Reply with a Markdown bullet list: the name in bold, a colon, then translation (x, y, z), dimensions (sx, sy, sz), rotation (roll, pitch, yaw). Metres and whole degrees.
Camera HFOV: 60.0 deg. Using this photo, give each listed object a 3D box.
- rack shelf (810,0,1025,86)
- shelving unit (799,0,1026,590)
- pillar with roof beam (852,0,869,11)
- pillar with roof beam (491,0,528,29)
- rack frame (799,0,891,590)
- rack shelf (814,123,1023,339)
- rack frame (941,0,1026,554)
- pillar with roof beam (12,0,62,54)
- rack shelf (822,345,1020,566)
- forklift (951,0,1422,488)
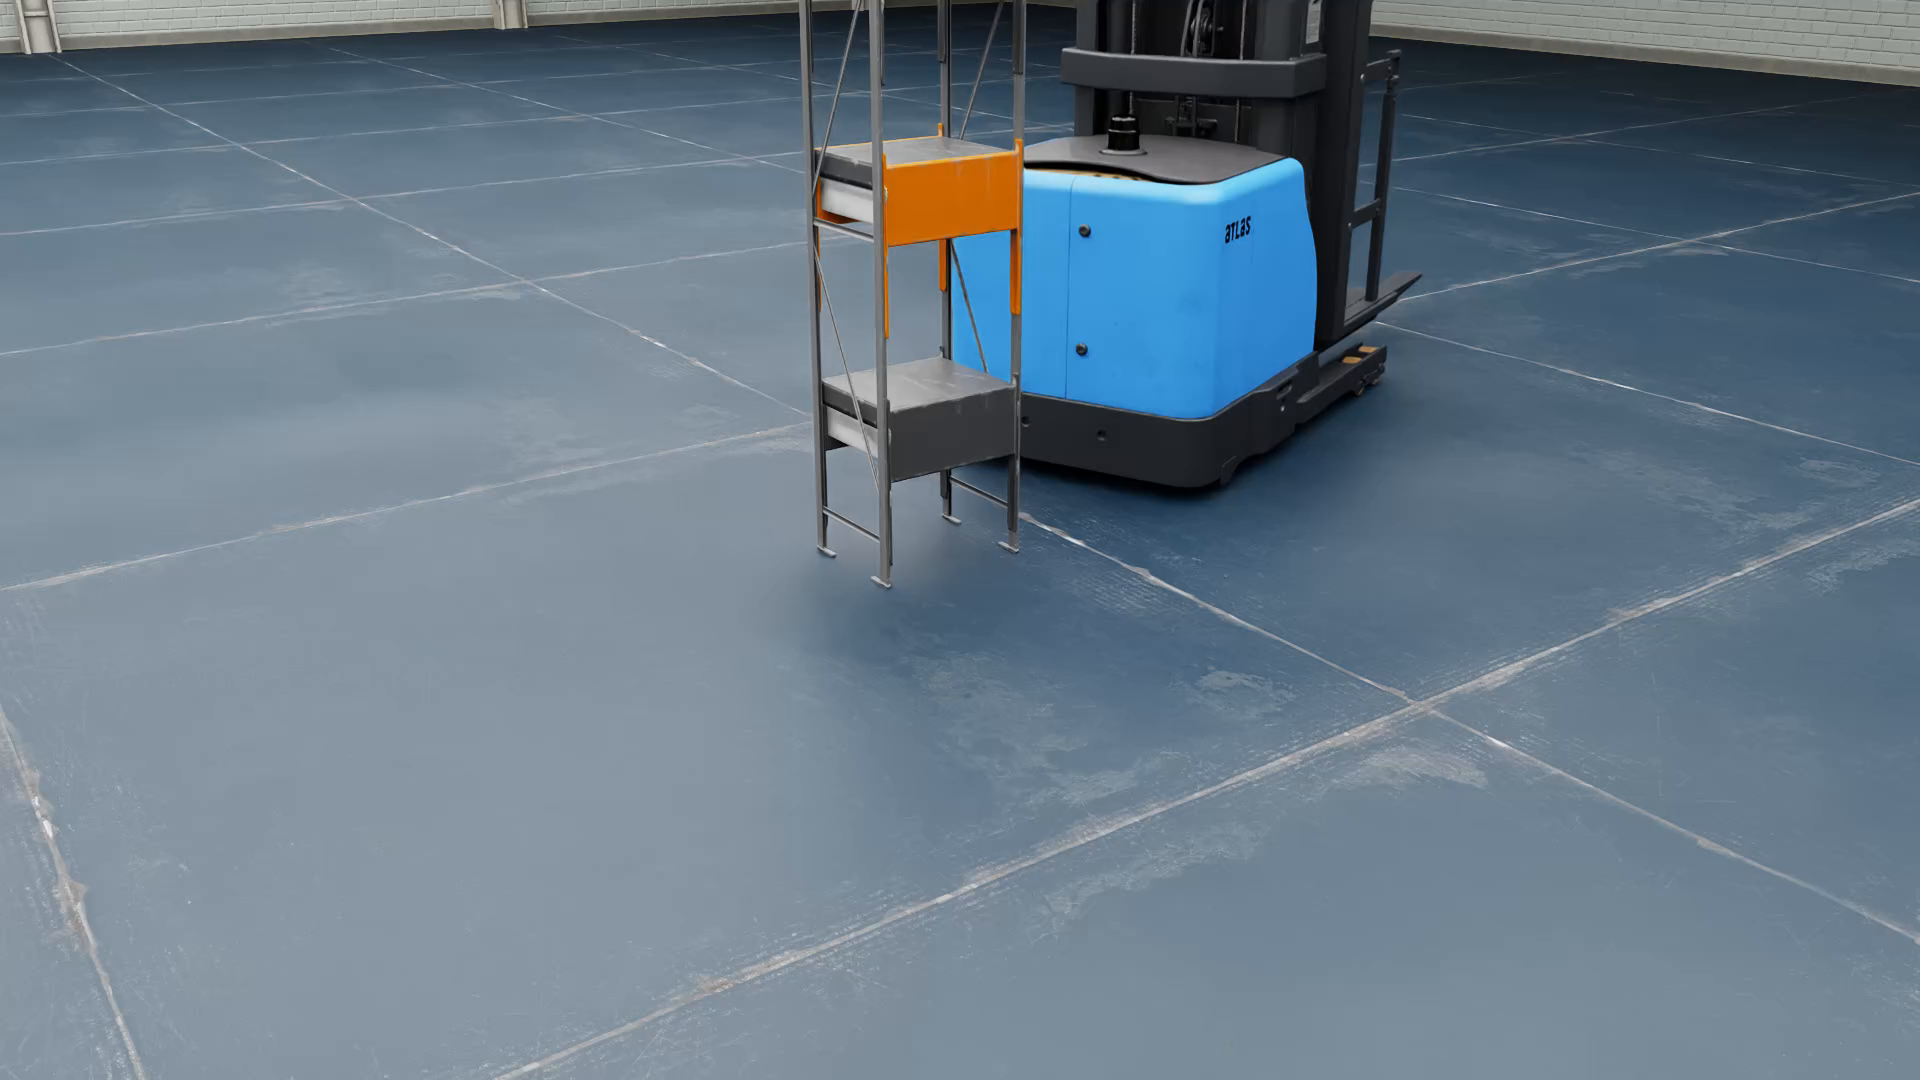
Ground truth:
- **rack shelf**: translation (-0.134, -1.577, 4.663), dimensions (0.480, 0.518, 0.431), rotation (-15, 26, -33)
- **shelving unit**: translation (-0.134, -0.939, 4.917), dimensions (0.503, 2.100, 0.431), rotation (-15, 26, -33)
- **pillar with roof beam**: translation (0.998, -11.466, 21.990), dimensions (0.400, 9.000, 9.100), rotation (-15, 26, -33)
- **pillar with roof beam**: translation (-3.872, -10.168, 18.735), dimensions (0.400, 9.000, 9.100), rotation (-15, 26, -33)
- **rack frame**: translation (-0.332, -0.887, 4.785), dimensions (0.015, 2.100, 0.400), rotation (-15, 26, -33)
- **rack shelf**: translation (-0.134, -0.927, 4.922), dimensions (0.480, 0.518, 0.431), rotation (-15, 26, -33)
- **rack frame**: translation (0.064, -0.992, 5.050), dimensions (0.015, 2.100, 0.400), rotation (-15, 26, -33)
- **pillar with roof beam**: translation (-8.743, -8.869, 15.481), dimensions (0.400, 9.000, 9.100), rotation (-15, 26, -33)
- **rack shelf**: translation (-0.134, -0.277, 5.182), dimensions (0.480, 0.518, 0.431), rotation (-15, 26, -33)
- **forklift**: translation (1.153, -2.036, 6.545), dimensions (1.130, 2.935, 3.031), rotation (13, 25, 29)
